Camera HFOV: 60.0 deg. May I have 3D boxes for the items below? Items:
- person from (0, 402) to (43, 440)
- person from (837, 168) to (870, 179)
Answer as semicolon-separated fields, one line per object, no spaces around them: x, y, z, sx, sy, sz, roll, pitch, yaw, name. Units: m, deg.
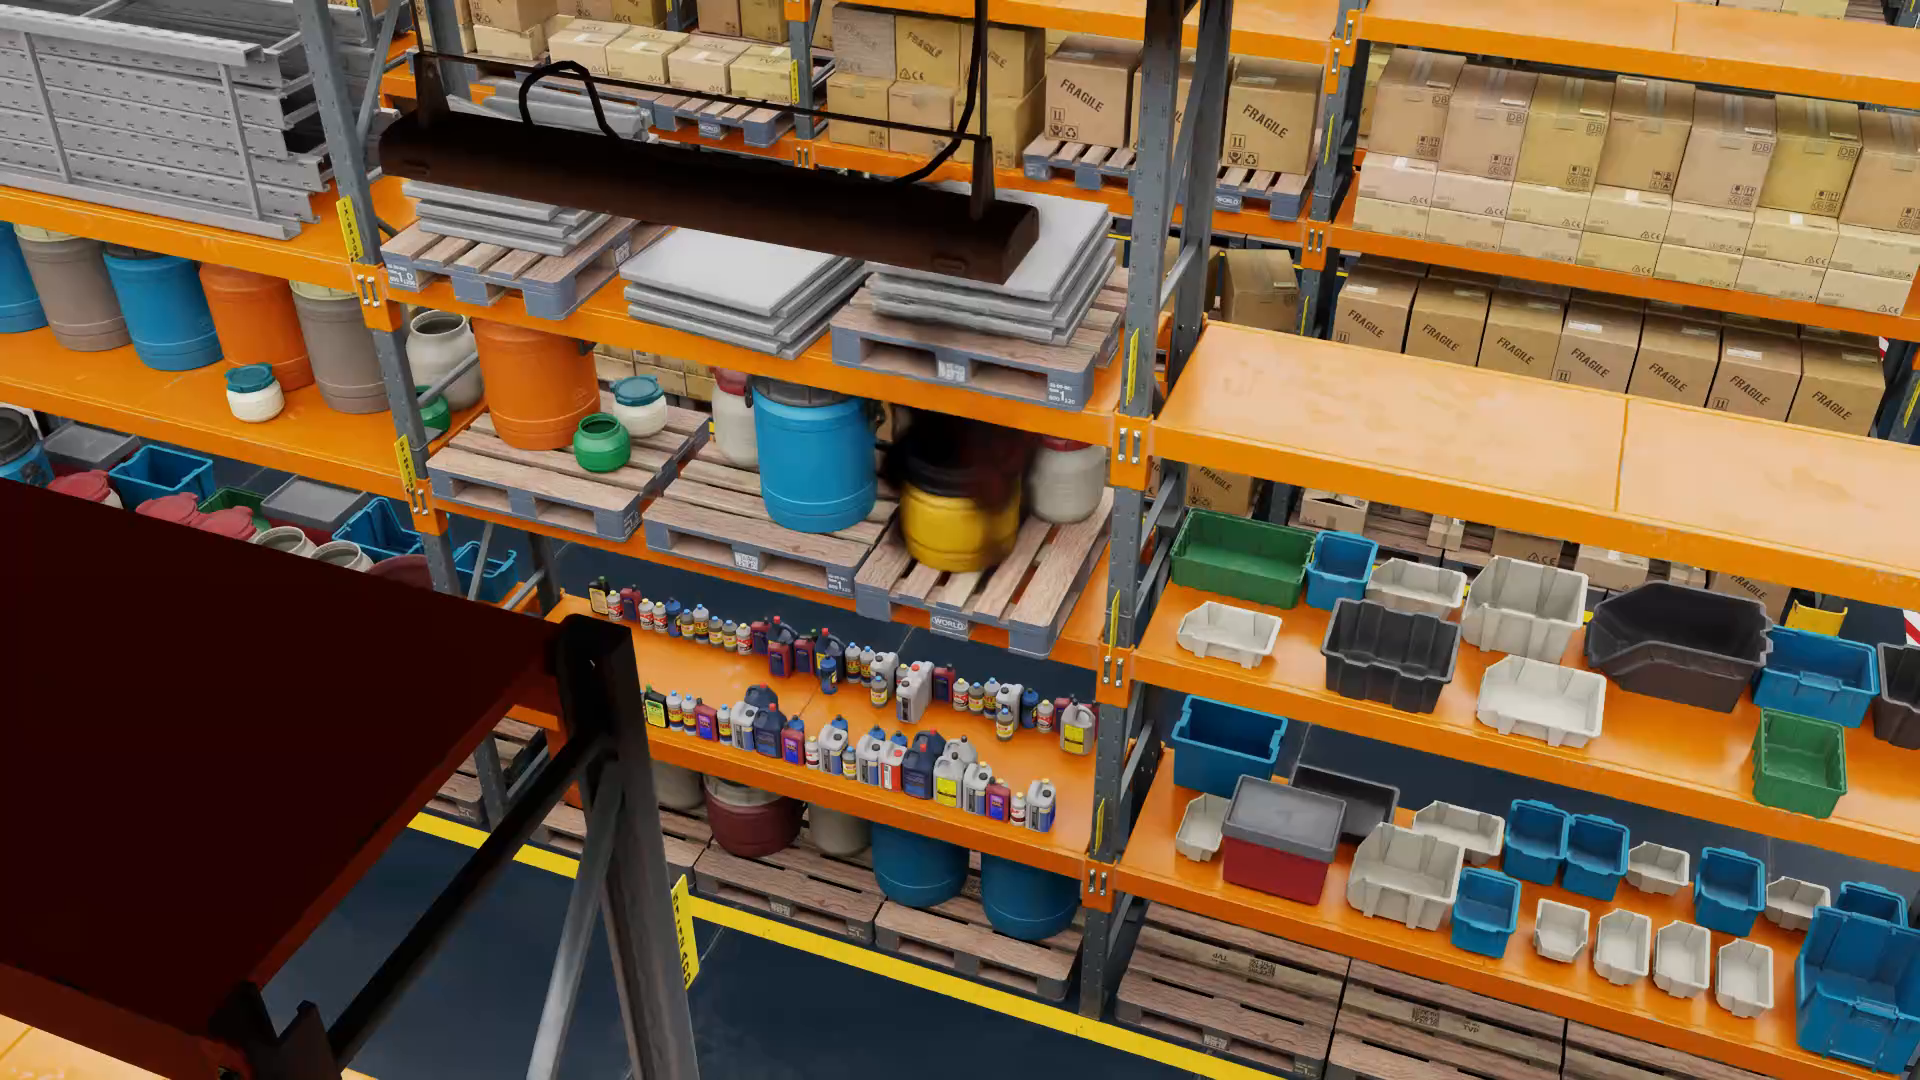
-7.647;-1.085;13.359;0.928;1.788;0.732;24;43;29;person
-1.101;-3.088;16.064;0.731;1.750;0.655;11;38;15;person
